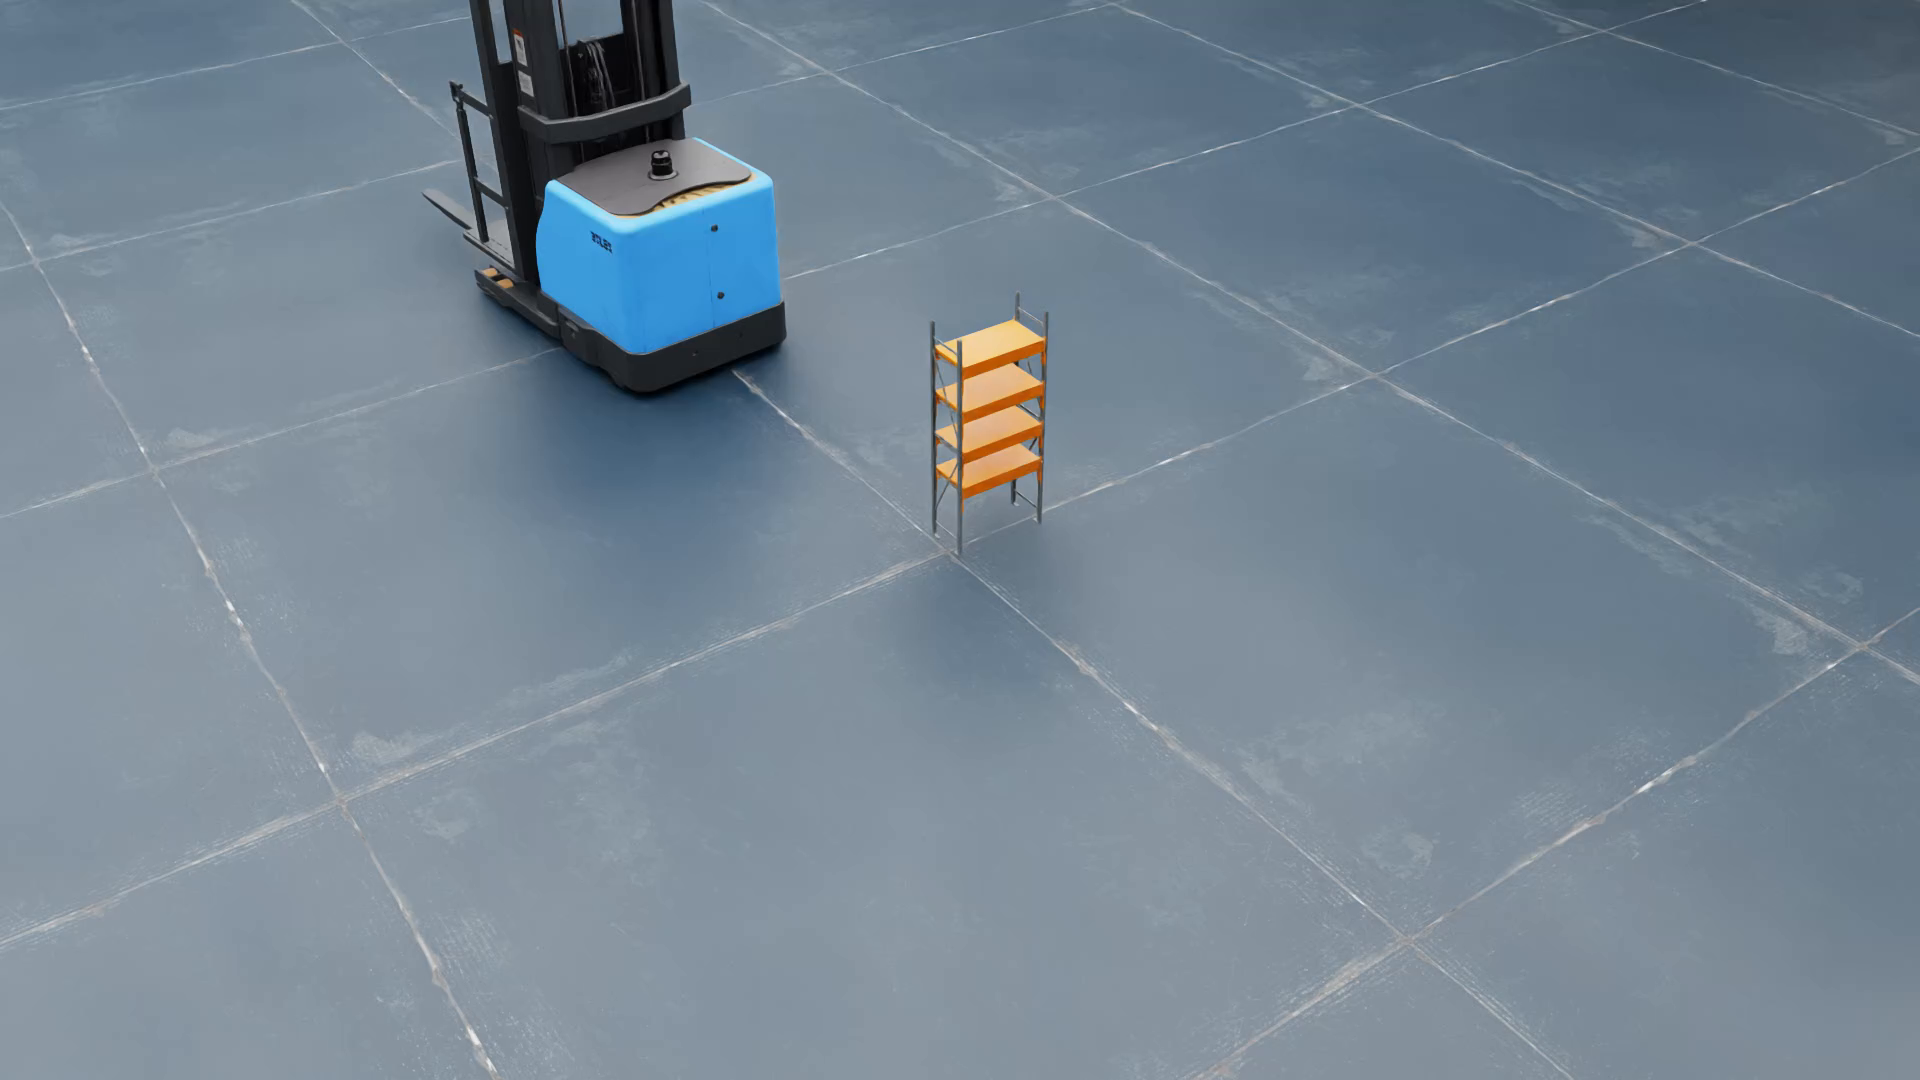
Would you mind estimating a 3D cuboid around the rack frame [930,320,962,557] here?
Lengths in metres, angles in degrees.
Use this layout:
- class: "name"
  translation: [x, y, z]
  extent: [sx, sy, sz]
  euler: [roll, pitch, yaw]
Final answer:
- class: "rack frame"
  translation: [-0.064, -0.461, 7.863]
  extent: [0.015, 1.200, 0.240]
  euler: [-22, 41, -28]

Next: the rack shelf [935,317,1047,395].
- class: "rack shelf"
  translation: [0.135, -0.862, 7.748]
  extent: [0.480, 0.148, 0.258]
  euler: [-22, 41, -28]

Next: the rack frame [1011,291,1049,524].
- class: "rack frame"
  translation: [0.335, -0.625, 8.091]
  extent: [0.015, 1.200, 0.240]
  euler: [-22, 41, -28]

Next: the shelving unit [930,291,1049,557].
- class: "shelving unit"
  translation: [0.135, -0.543, 7.977]
  extent: [0.503, 1.200, 0.258]
  euler: [-22, 41, -28]

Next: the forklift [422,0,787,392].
- class: "forklift"
  translation: [-2.362, -2.800, 9.633]
  extent: [1.130, 2.935, 3.031]
  euler: [-27, 43, -32]

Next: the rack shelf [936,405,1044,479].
- class: "rack shelf"
  translation: [0.135, -0.488, 8.016]
  extent: [0.480, 0.148, 0.258]
  euler: [-22, 41, -28]

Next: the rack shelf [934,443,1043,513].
- class: "rack shelf"
  translation: [0.135, -0.327, 8.132]
  extent: [0.480, 0.148, 0.258]
  euler: [-22, 41, -28]

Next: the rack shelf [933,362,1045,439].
- class: "rack shelf"
  translation: [0.135, -0.670, 7.886]
  extent: [0.480, 0.148, 0.258]
  euler: [-22, 41, -28]
